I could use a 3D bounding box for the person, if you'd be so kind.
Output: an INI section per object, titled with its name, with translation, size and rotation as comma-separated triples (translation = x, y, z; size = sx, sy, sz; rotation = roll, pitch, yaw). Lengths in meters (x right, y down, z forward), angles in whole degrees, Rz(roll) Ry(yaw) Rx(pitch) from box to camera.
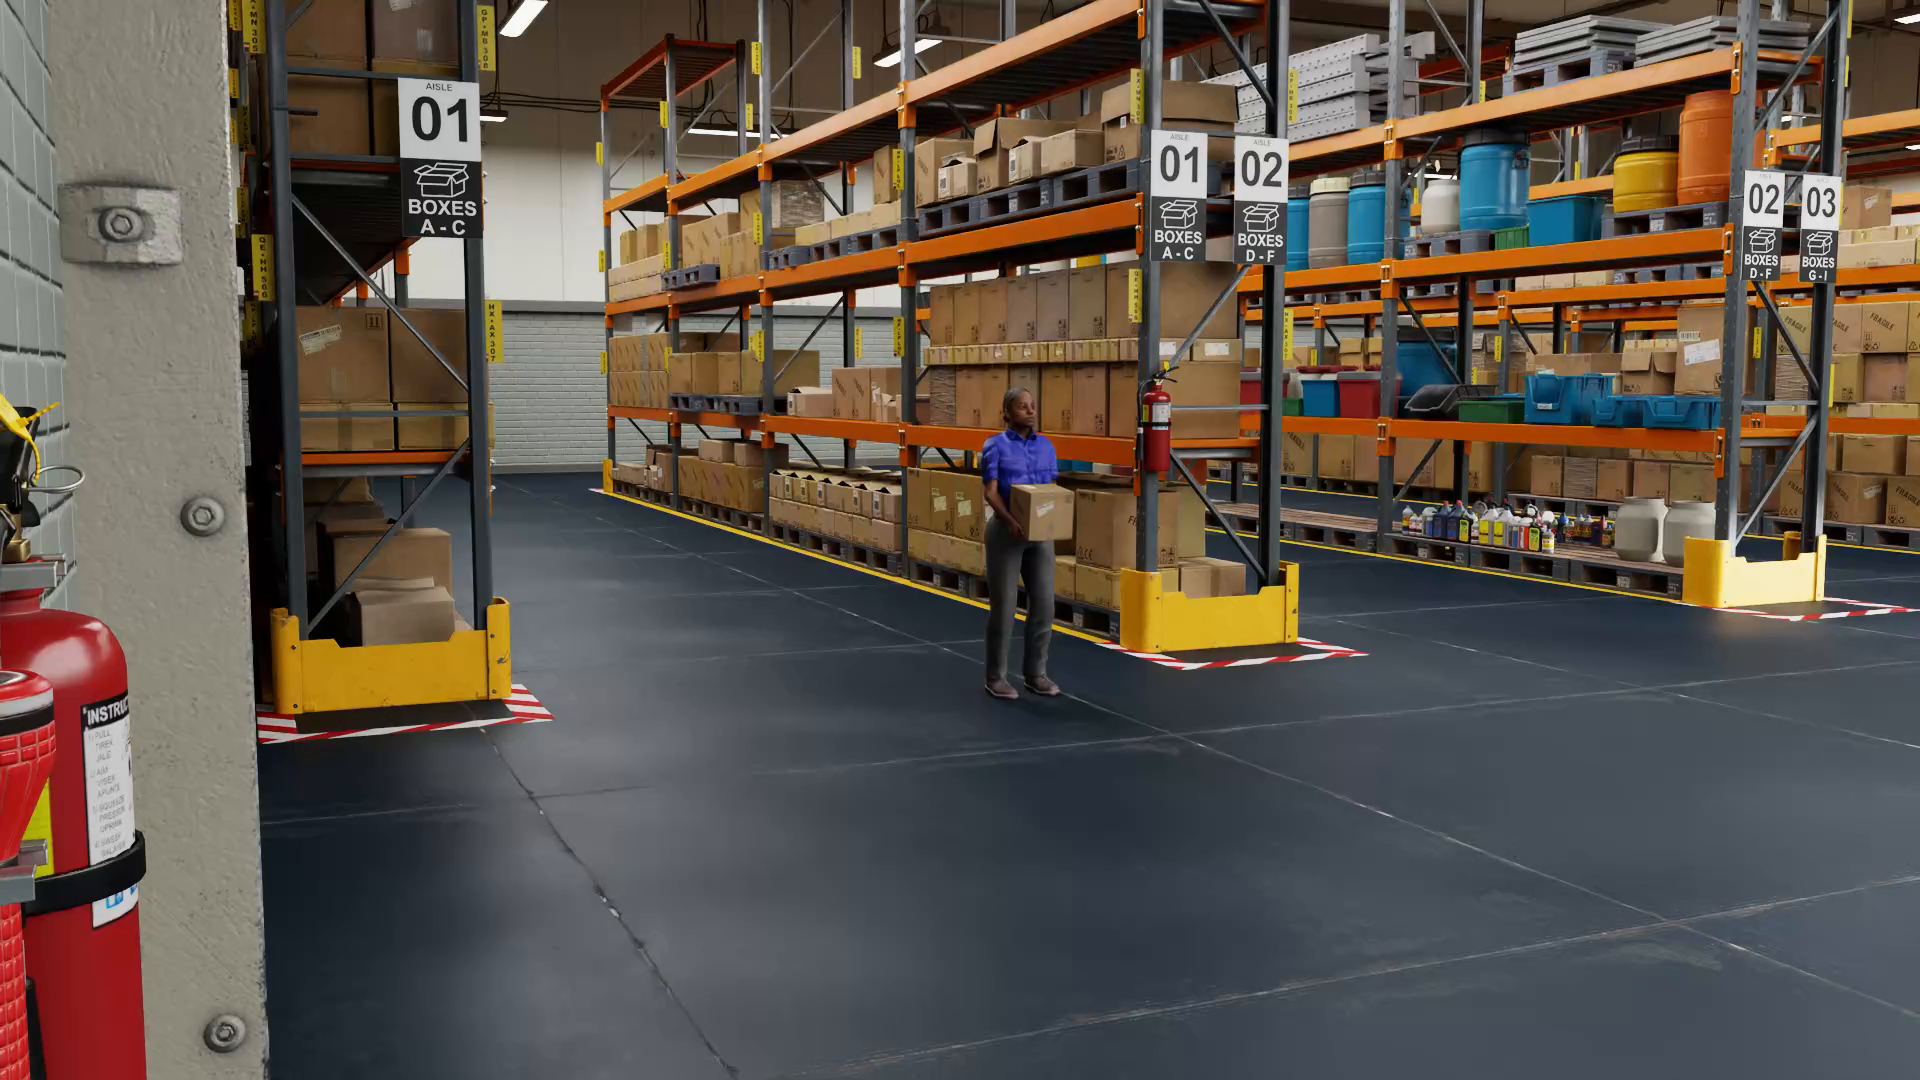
[person]
translation = 0.352, 0.013, 8.834
size = 0.450, 1.646, 0.517
rotation = -2, 6, -23
